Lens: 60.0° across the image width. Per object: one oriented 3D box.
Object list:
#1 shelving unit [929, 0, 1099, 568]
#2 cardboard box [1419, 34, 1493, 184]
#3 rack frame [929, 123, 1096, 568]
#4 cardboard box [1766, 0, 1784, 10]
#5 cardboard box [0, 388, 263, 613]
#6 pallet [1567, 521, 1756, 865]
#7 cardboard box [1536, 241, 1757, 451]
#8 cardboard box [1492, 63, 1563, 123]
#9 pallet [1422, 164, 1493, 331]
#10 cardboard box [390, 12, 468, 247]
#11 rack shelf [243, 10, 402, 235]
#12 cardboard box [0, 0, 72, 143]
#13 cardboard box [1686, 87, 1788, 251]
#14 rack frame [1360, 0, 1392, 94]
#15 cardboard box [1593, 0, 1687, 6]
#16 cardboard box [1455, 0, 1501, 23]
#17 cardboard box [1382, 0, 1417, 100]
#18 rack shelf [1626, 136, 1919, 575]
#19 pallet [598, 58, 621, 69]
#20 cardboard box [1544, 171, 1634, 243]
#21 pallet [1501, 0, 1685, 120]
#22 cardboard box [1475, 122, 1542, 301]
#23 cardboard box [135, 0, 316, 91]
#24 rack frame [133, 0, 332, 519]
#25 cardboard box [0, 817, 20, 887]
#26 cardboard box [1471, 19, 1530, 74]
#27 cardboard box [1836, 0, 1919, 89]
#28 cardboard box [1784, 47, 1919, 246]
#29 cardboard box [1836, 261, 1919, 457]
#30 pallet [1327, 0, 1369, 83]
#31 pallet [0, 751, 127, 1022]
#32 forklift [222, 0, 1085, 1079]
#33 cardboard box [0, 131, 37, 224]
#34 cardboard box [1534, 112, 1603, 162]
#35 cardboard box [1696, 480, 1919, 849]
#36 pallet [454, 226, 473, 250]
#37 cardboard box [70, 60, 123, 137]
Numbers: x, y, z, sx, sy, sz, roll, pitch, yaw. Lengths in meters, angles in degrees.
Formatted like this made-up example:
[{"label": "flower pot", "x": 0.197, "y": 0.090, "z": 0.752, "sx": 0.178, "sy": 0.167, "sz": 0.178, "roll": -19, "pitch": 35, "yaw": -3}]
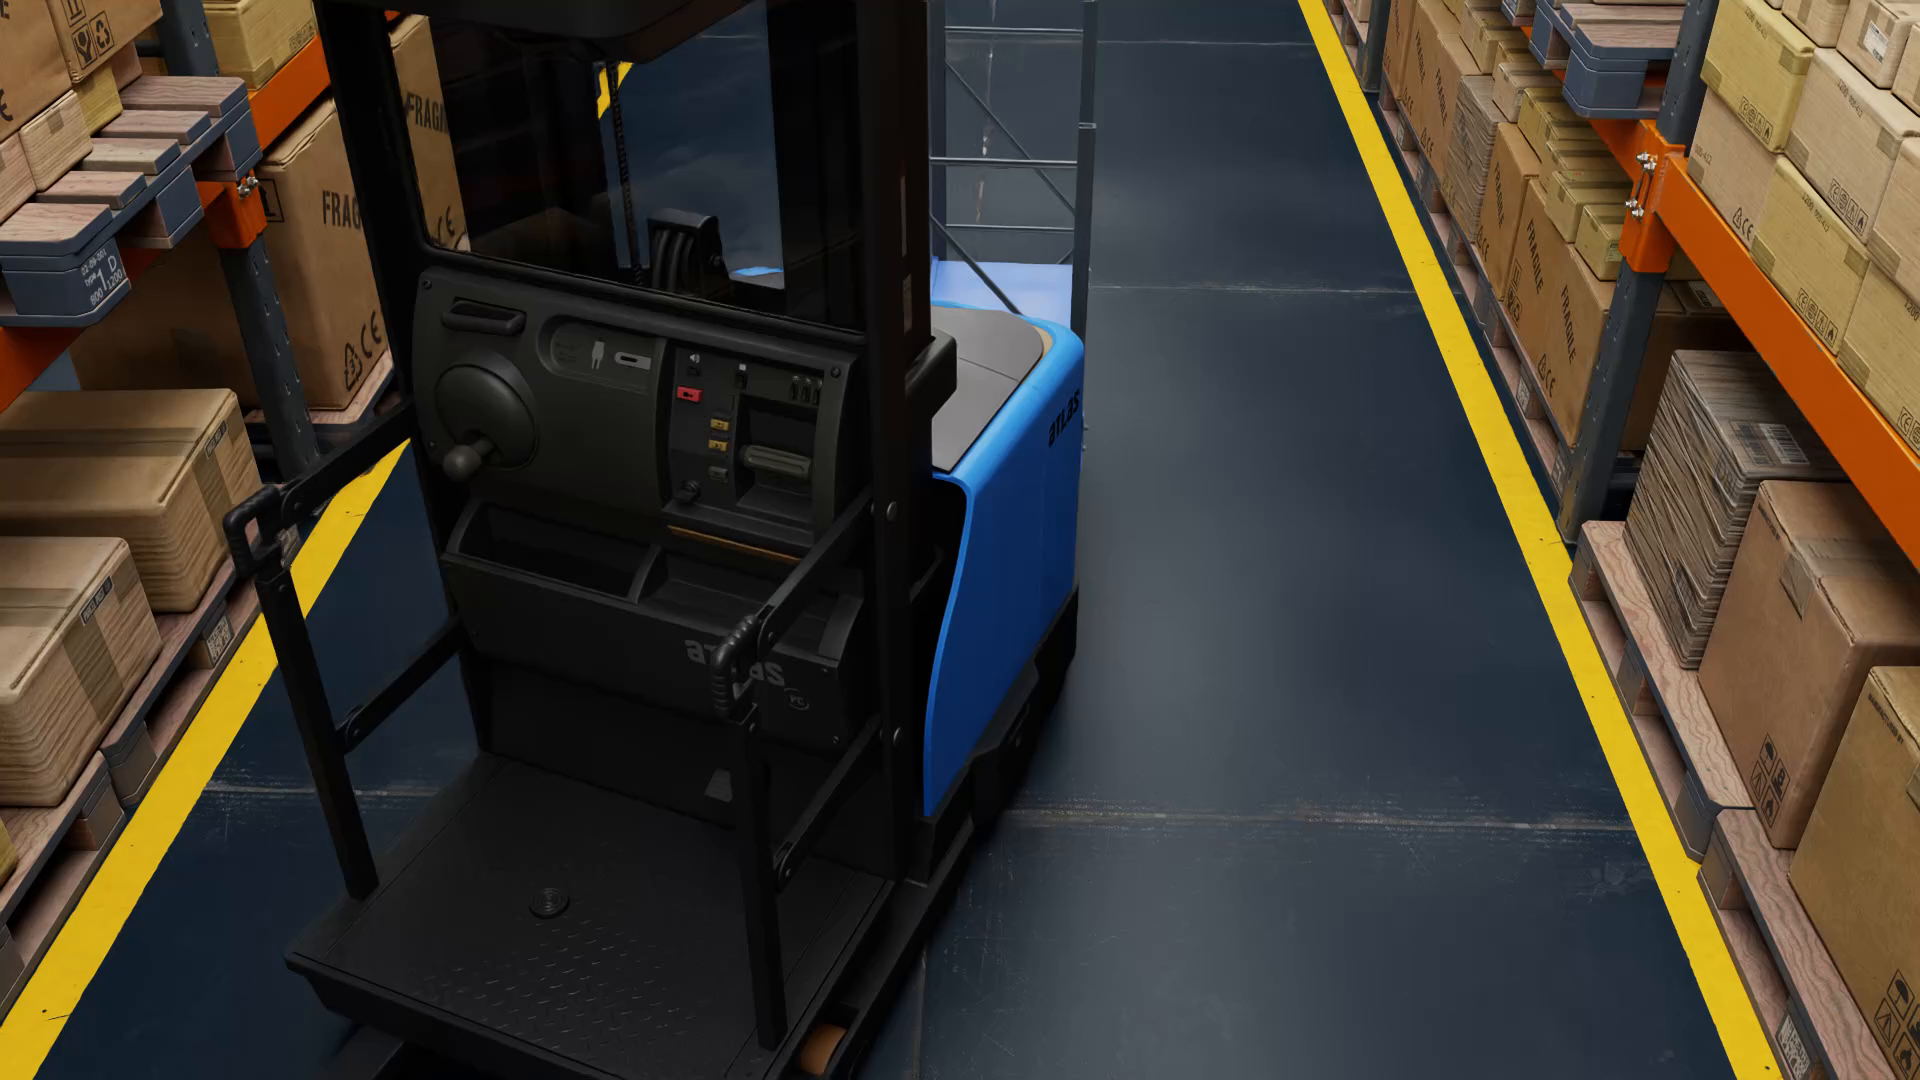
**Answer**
[{"label": "shelving unit", "x": 0.124, "y": -0.708, "z": 4.954, "sx": 0.538, "sy": 1.500, "sz": 1.048, "roll": 2, "pitch": 35, "yaw": 4}, {"label": "cardboard box", "x": 2.281, "y": -1.812, "z": 7.028, "sx": 0.500, "sy": 0.500, "sz": 0.500, "roll": 0, "pitch": 35, "yaw": 0}, {"label": "rack frame", "x": 0.086, "y": -0.417, "z": 4.539, "sx": 0.500, "sy": 1.500, "sz": 0.032, "roll": 2, "pitch": 35, "yaw": 4}, {"label": "cardboard box", "x": 2.094, "y": -1.360, "z": 3.925, "sx": 0.380, "sy": 0.149, "sz": 0.250, "roll": 2, "pitch": 35, "yaw": 3}, {"label": "cardboard box", "x": -2.591, "y": -0.115, "z": 4.725, "sx": 0.950, "sy": 0.372, "sz": 0.625, "roll": -1, "pitch": 35, "yaw": -1}, {"label": "pallet", "x": 2.329, "y": 0.383, "z": 4.521, "sx": 1.003, "sy": 0.211, "sz": 1.213, "roll": 1, "pitch": 35, "yaw": 2}, {"label": "cardboard box", "x": 2.203, "y": -0.627, "z": 5.342, "sx": 0.500, "sy": 0.500, "sz": 0.500, "roll": 2, "pitch": 35, "yaw": 3}, {"label": "cardboard box", "x": 2.249, "y": -1.695, "z": 6.298, "sx": 0.380, "sy": 0.149, "sz": 0.250, "roll": 0, "pitch": 35, "yaw": 0}, {"label": "pallet", "x": 2.521, "y": -1.216, "z": 6.797, "sx": 1.003, "sy": 0.211, "sz": 1.213, "roll": 1, "pitch": 35, "yaw": 2}, {"label": "cardboard box", "x": -2.408, "y": -1.552, "z": 6.333, "sx": 0.875, "sy": 0.875, "sz": 0.875, "roll": 2, "pitch": 35, "yaw": 2}, {"label": "rack shelf", "x": -2.478, "y": -2.197, "z": 6.393, "sx": 1.077, "sy": 0.370, "sz": 4.000, "roll": 1, "pitch": 35, "yaw": 2}, {"label": "cardboard box", "x": -2.309, "y": -1.112, "z": 3.513, "sx": 0.500, "sy": 0.500, "sz": 0.500, "roll": 1, "pitch": 35, "yaw": 1}, {"label": "cardboard box", "x": 2.139, "y": -0.919, "z": 4.080, "sx": 0.500, "sy": 0.250, "sz": 0.500, "roll": 1, "pitch": 35, "yaw": 2}, {"label": "rack frame", "x": 2.562, "y": -3.528, "z": 7.661, "sx": 1.000, "sy": 3.000, "sz": 0.127, "roll": 1, "pitch": 35, "yaw": 2}, {"label": "cardboard box", "x": 2.044, "y": -1.685, "z": 4.892, "sx": 0.380, "sy": 0.149, "sz": 0.250, "roll": 2, "pitch": 35, "yaw": 3}, {"label": "cardboard box", "x": 2.351, "y": -2.276, "z": 7.125, "sx": 0.380, "sy": 0.149, "sz": 0.250, "roll": 1, "pitch": 35, "yaw": 1}, {"label": "cardboard box", "x": 2.317, "y": -2.404, "z": 7.871, "sx": 0.500, "sy": 0.500, "sz": 0.500, "roll": 3, "pitch": 35, "yaw": 4}, {"label": "rack shelf", "x": 2.321, "y": 0.213, "z": 2.963, "sx": 1.077, "sy": 0.370, "sz": 4.000, "roll": 1, "pitch": 35, "yaw": 2}, {"label": "pallet", "x": -2.289, "y": -2.935, "z": 9.242, "sx": 1.003, "sy": 0.211, "sz": 1.213, "roll": 1, "pitch": 35, "yaw": 2}, {"label": "cardboard box", "x": 2.148, "y": -1.092, "z": 5.439, "sx": 0.380, "sy": 0.149, "sz": 0.250, "roll": 0, "pitch": 35, "yaw": -1}, {"label": "pallet", "x": 2.358, "y": -1.542, "z": 5.003, "sx": 1.213, "sy": 0.211, "sz": 1.003, "roll": 1, "pitch": 35, "yaw": 2}, {"label": "cardboard box", "x": 2.252, "y": -1.215, "z": 6.179, "sx": 0.500, "sy": 0.500, "sz": 0.500, "roll": 3, "pitch": 35, "yaw": 4}, {"label": "cardboard box", "x": -2.288, "y": -1.556, "z": 4.986, "sx": 0.500, "sy": 0.250, "sz": 0.500, "roll": 1, "pitch": 35, "yaw": 1}, {"label": "rack frame", "x": -2.559, "y": -1.342, "z": 4.551, "sx": 1.000, "sy": 3.000, "sz": 0.127, "roll": 1, "pitch": 35, "yaw": 2}, {"label": "cardboard box", "x": -2.649, "y": 0.745, "z": 3.501, "sx": 0.950, "sy": 0.372, "sz": 0.625, "roll": 2, "pitch": 35, "yaw": 3}, {"label": "cardboard box", "x": 2.292, "y": -1.991, "z": 6.719, "sx": 0.380, "sy": 0.149, "sz": 0.250, "roll": 3, "pitch": 35, "yaw": 4}, {"label": "cardboard box", "x": 2.100, "y": -1.058, "z": 3.496, "sx": 0.380, "sy": 0.149, "sz": 0.250, "roll": 2, "pitch": 35, "yaw": 3}, {"label": "cardboard box", "x": 2.118, "y": -0.836, "z": 3.527, "sx": 0.500, "sy": 0.250, "sz": 0.500, "roll": 2, "pitch": 35, "yaw": 3}, {"label": "cardboard box", "x": 2.100, "y": -0.334, "z": 3.247, "sx": 0.500, "sy": 0.250, "sz": 0.500, "roll": 0, "pitch": 35, "yaw": 0}, {"label": "pallet", "x": 2.590, "y": -2.782, "z": 9.025, "sx": 1.003, "sy": 0.211, "sz": 1.213, "roll": 1, "pitch": 35, "yaw": 2}, {"label": "pallet", "x": -2.643, "y": 0.946, "z": 3.720, "sx": 1.003, "sy": 0.211, "sz": 1.213, "roll": 1, "pitch": 35, "yaw": 2}, {"label": "forklift", "x": -0.716, "y": -0.184, "z": 2.962, "sx": 1.130, "sy": 2.935, "sz": 3.031, "roll": 14, "pitch": 37, "yaw": 19}, {"label": "cardboard box", "x": -2.259, "y": -0.772, "z": 3.593, "sx": 0.380, "sy": 0.149, "sz": 0.250, "roll": 0, "pitch": 35, "yaw": 0}, {"label": "cardboard box", "x": 2.258, "y": -1.392, "z": 5.867, "sx": 0.380, "sy": 0.149, "sz": 0.250, "roll": 2, "pitch": 35, "yaw": 3}, {"label": "cardboard box", "x": 2.344, "y": 0.303, "z": 3.909, "sx": 0.875, "sy": 0.625, "sz": 0.625, "roll": 2, "pitch": 35, "yaw": 3}, {"label": "pallet", "x": -2.400, "y": -1.352, "z": 6.990, "sx": 1.003, "sy": 0.211, "sz": 1.213, "roll": 1, "pitch": 35, "yaw": 2}, {"label": "cardboard box", "x": -2.275, "y": -1.062, "z": 4.006, "sx": 0.380, "sy": 0.149, "sz": 0.250, "roll": 2, "pitch": 35, "yaw": 3}]
